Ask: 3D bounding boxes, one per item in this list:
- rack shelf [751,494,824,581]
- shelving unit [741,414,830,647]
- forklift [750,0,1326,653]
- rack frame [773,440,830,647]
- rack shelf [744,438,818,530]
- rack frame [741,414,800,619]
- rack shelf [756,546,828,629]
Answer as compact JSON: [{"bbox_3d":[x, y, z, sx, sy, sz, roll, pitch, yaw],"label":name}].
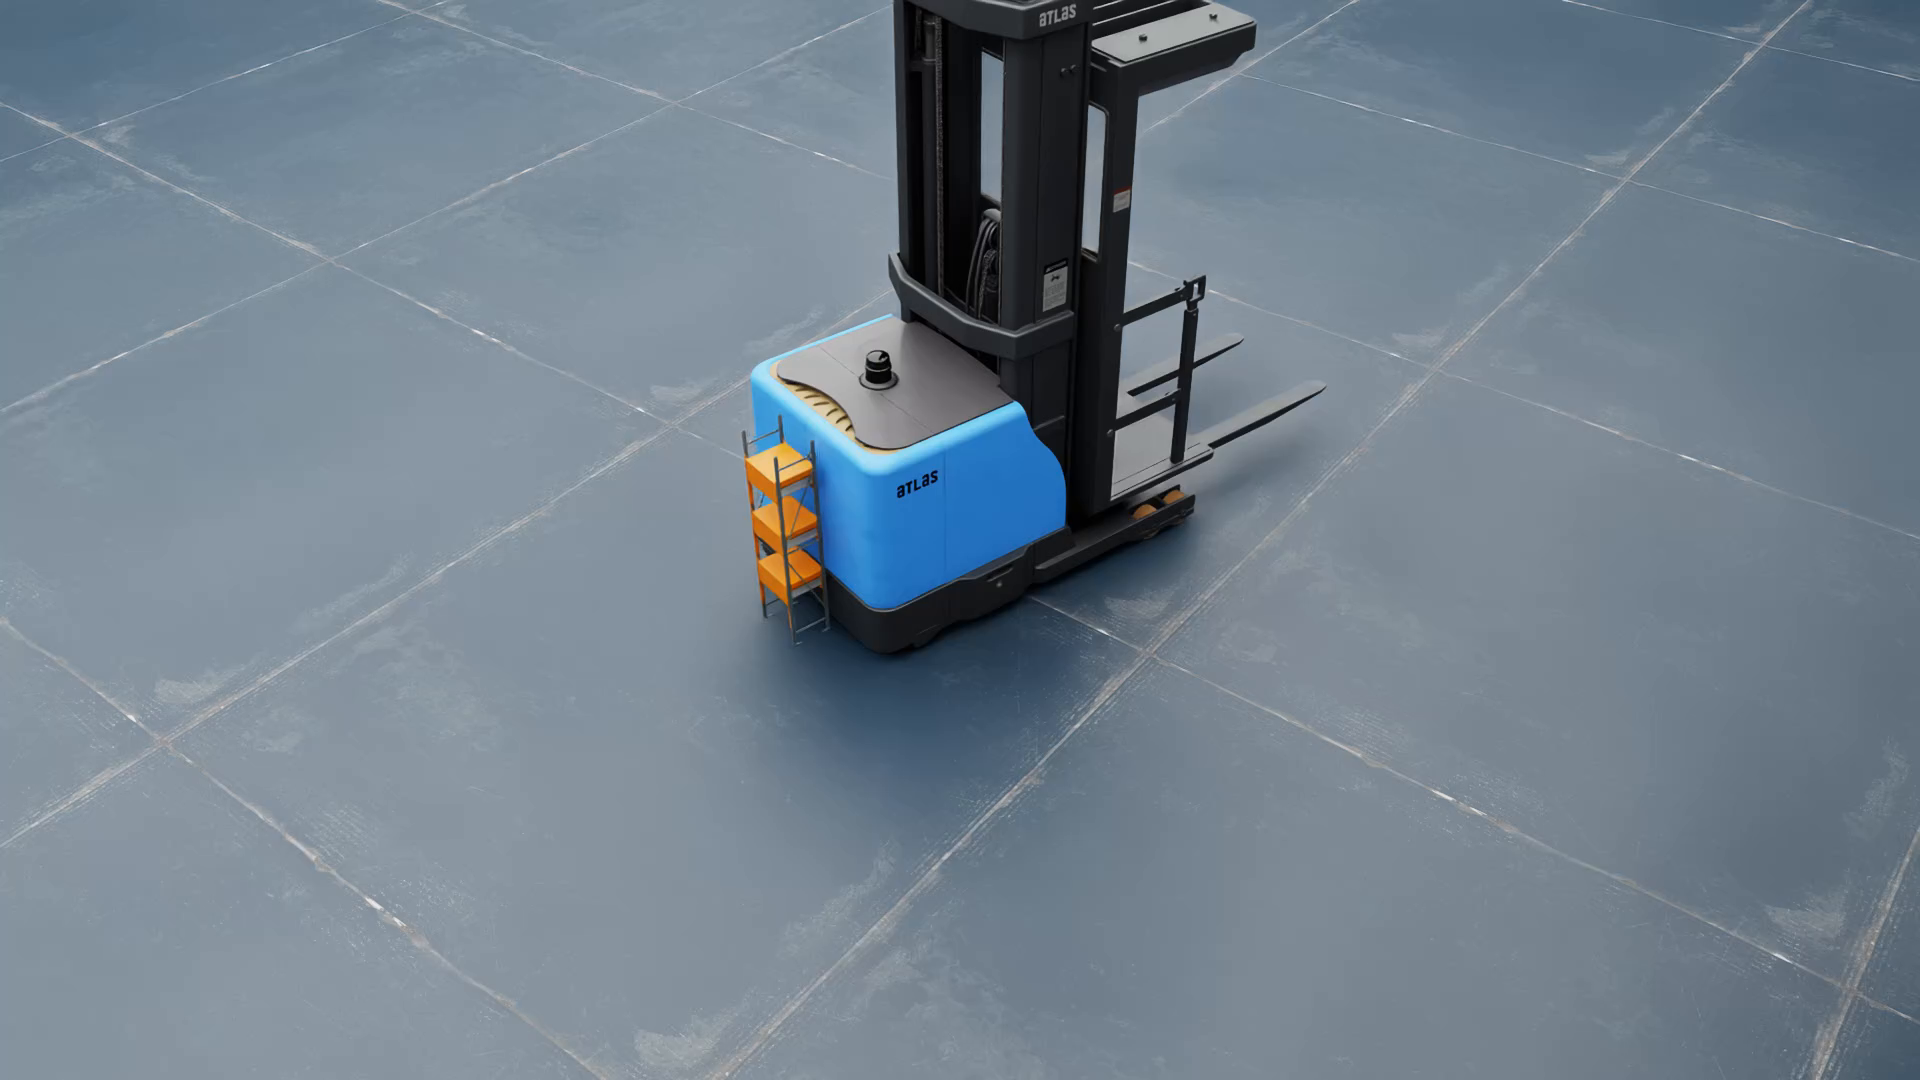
[{"bbox_3d":[-0.756,-0.019,7.297,0.215,0.259,0.240,-27,45,-28],"label":"rack shelf"},{"bbox_3d":[-0.756,-0.027,7.290,0.215,1.050,0.252,-27,45,-28],"label":"shelving unit"},{"bbox_3d":[0.535,-1.395,7.514,3.031,2.935,1.130,-25,45,-29],"label":"forklift"},{"bbox_3d":[-0.680,0.032,7.215,0.200,1.050,0.008,-27,45,-28],"label":"rack frame"},{"bbox_3d":[-0.760,-0.240,7.119,0.215,0.259,0.240,-27,45,-28],"label":"rack shelf"},{"bbox_3d":[-0.832,-0.086,7.366,0.200,1.050,0.008,-27,45,-28],"label":"rack frame"},{"bbox_3d":[-0.752,0.198,7.471,0.215,0.259,0.240,-27,45,-28],"label":"rack shelf"}]
